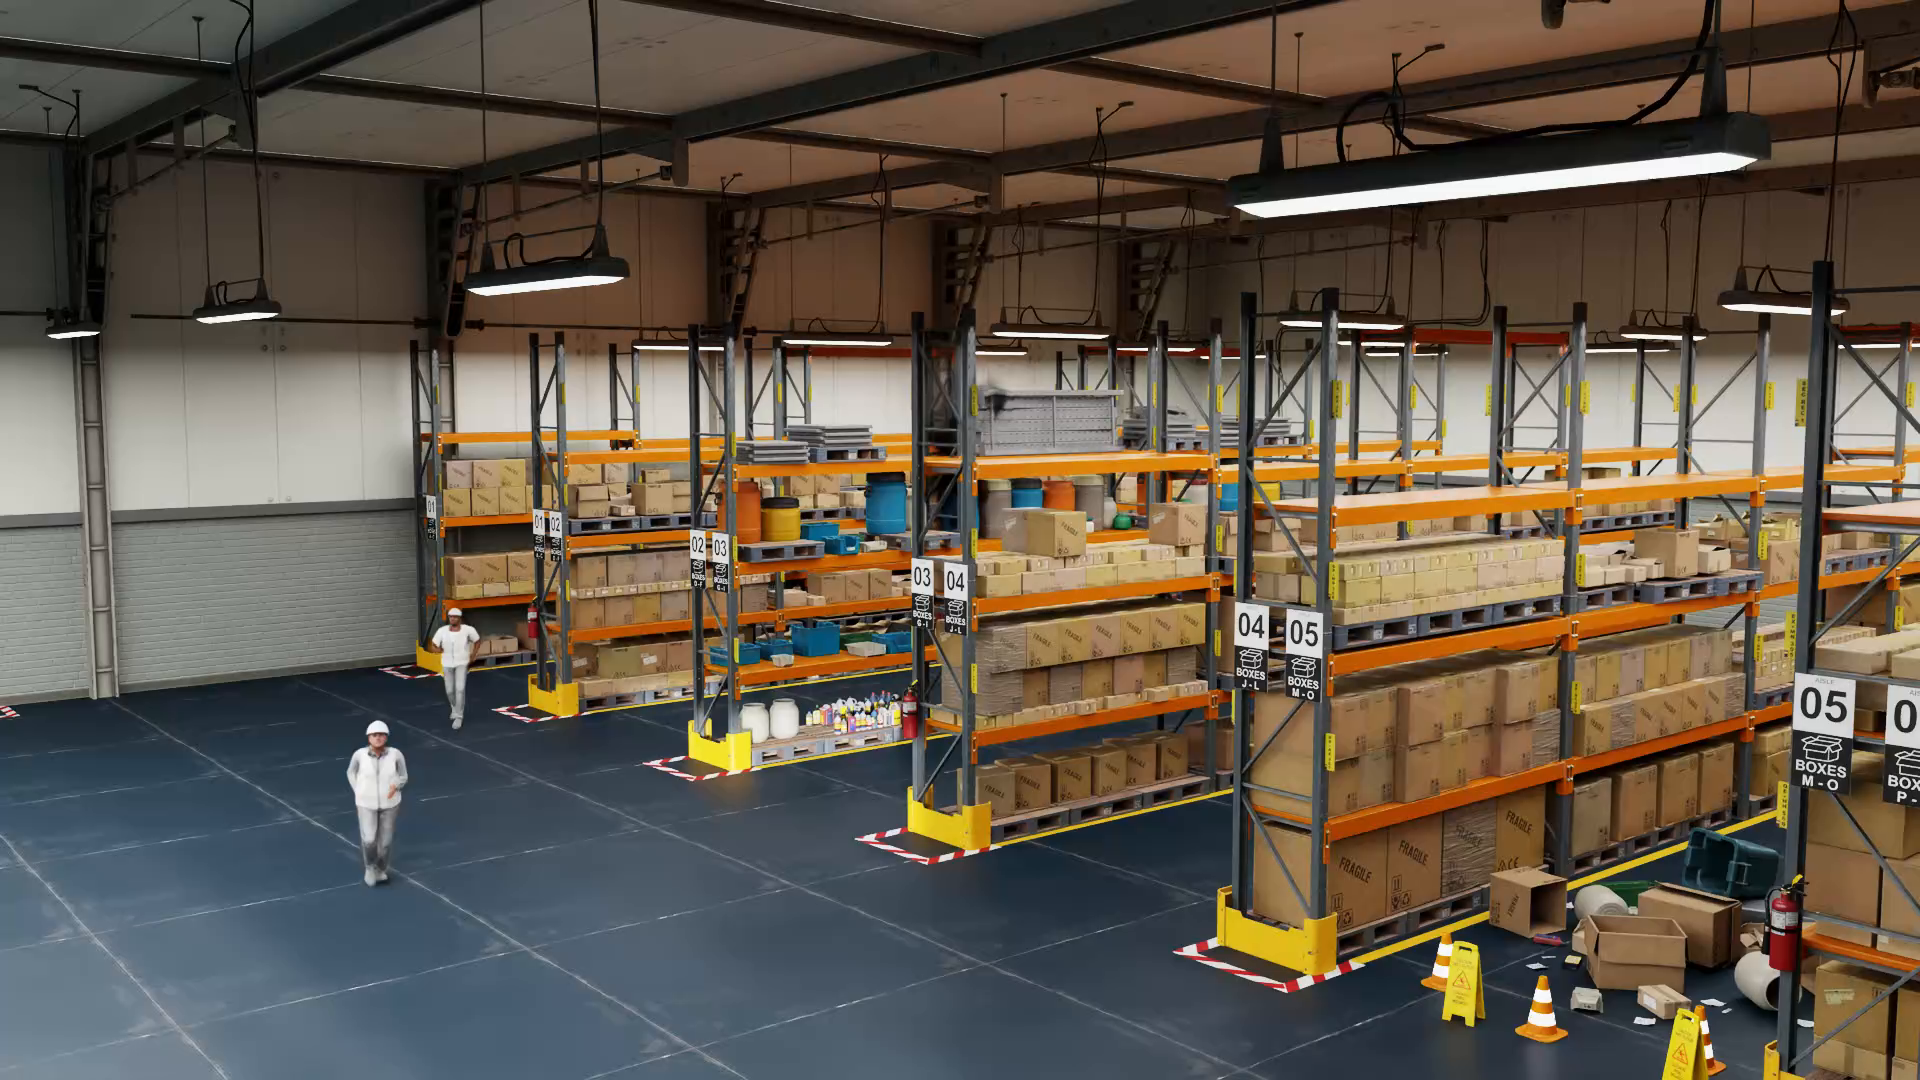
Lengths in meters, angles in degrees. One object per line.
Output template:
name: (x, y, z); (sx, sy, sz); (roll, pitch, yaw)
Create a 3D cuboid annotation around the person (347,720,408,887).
person: (-5.979, 2.709, 17.119); (0.584, 1.723, 0.724); (-2, 6, -24)

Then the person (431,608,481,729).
person: (-7.714, 1.925, 25.359); (0.704, 1.785, 0.867); (0, 5, -1)
